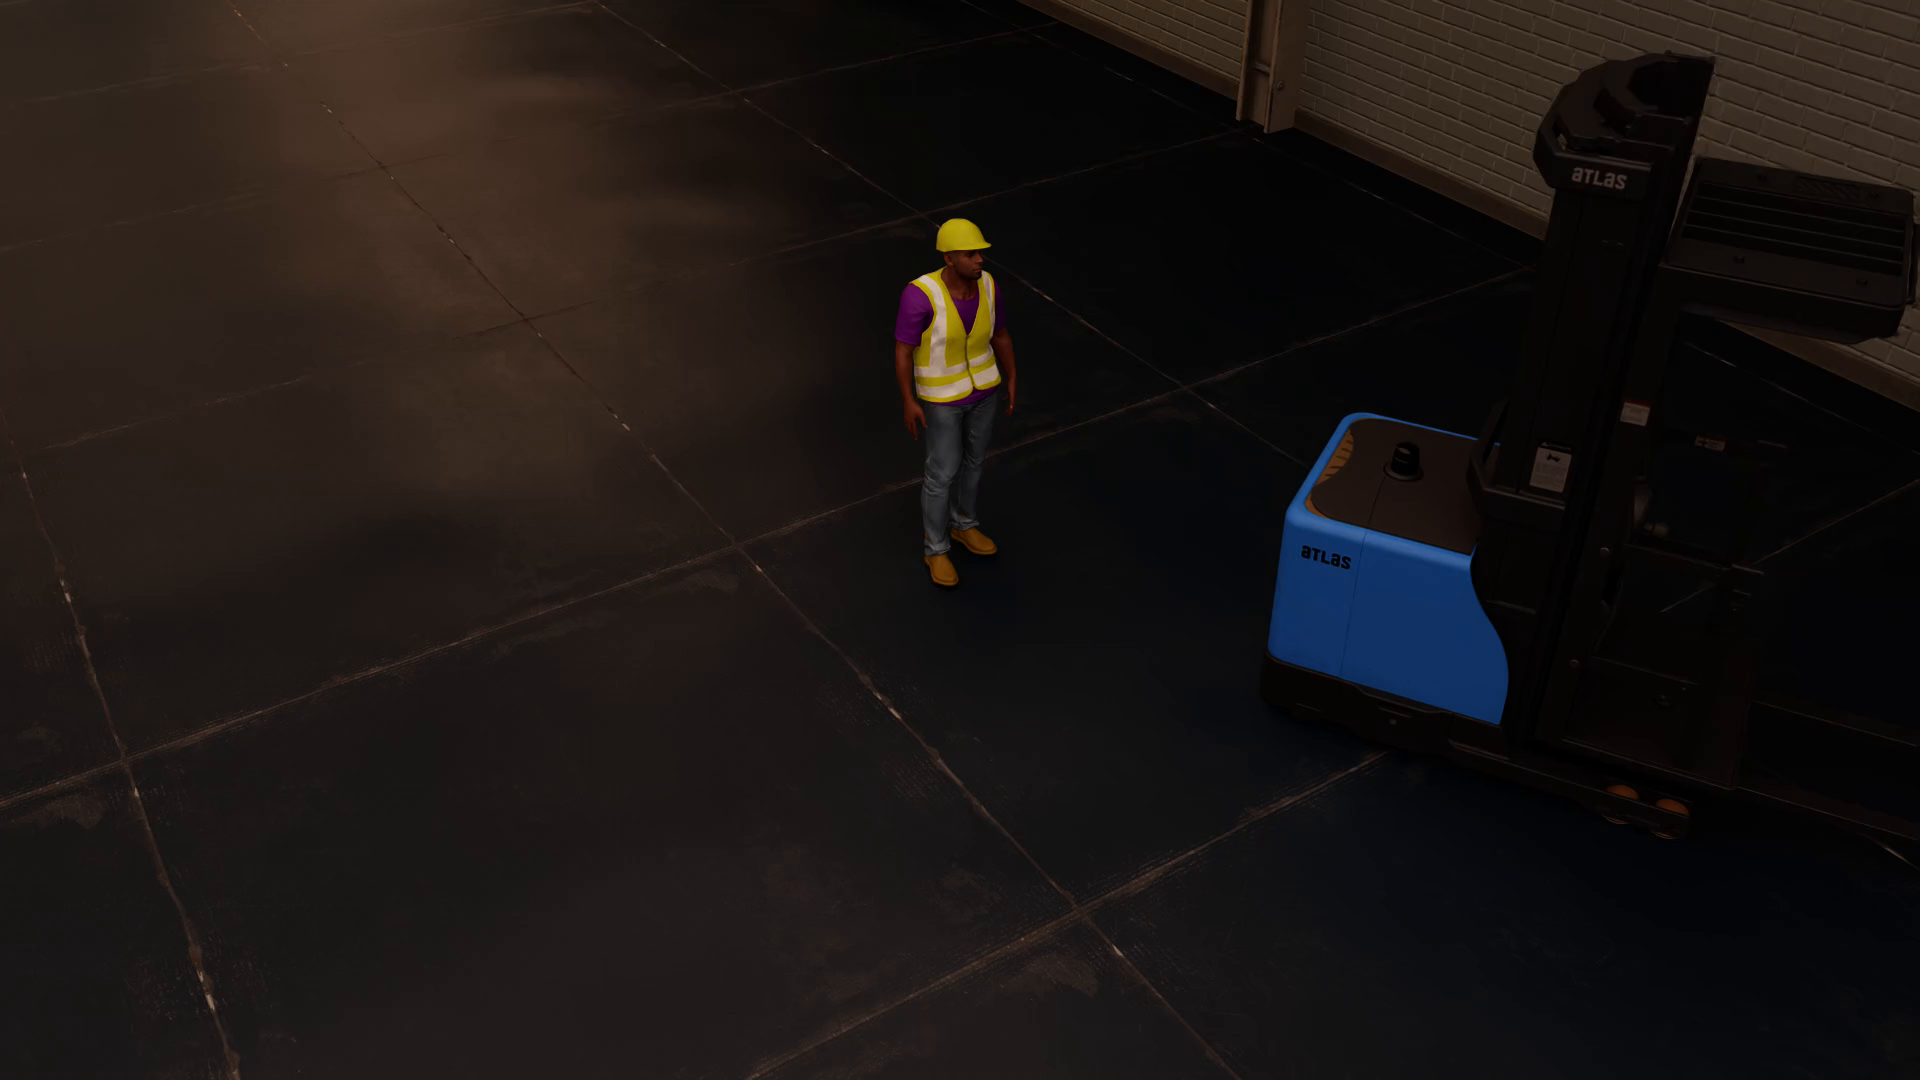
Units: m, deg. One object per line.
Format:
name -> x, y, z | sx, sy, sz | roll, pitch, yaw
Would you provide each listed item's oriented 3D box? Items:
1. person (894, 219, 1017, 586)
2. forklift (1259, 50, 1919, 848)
person -> 0.033, -0.693, 8.135 | 0.666, 1.765, 0.577 | -21, 40, -27
forklift -> 2.918, -0.305, 6.581 | 3.031, 2.935, 1.130 | 16, 38, 22
